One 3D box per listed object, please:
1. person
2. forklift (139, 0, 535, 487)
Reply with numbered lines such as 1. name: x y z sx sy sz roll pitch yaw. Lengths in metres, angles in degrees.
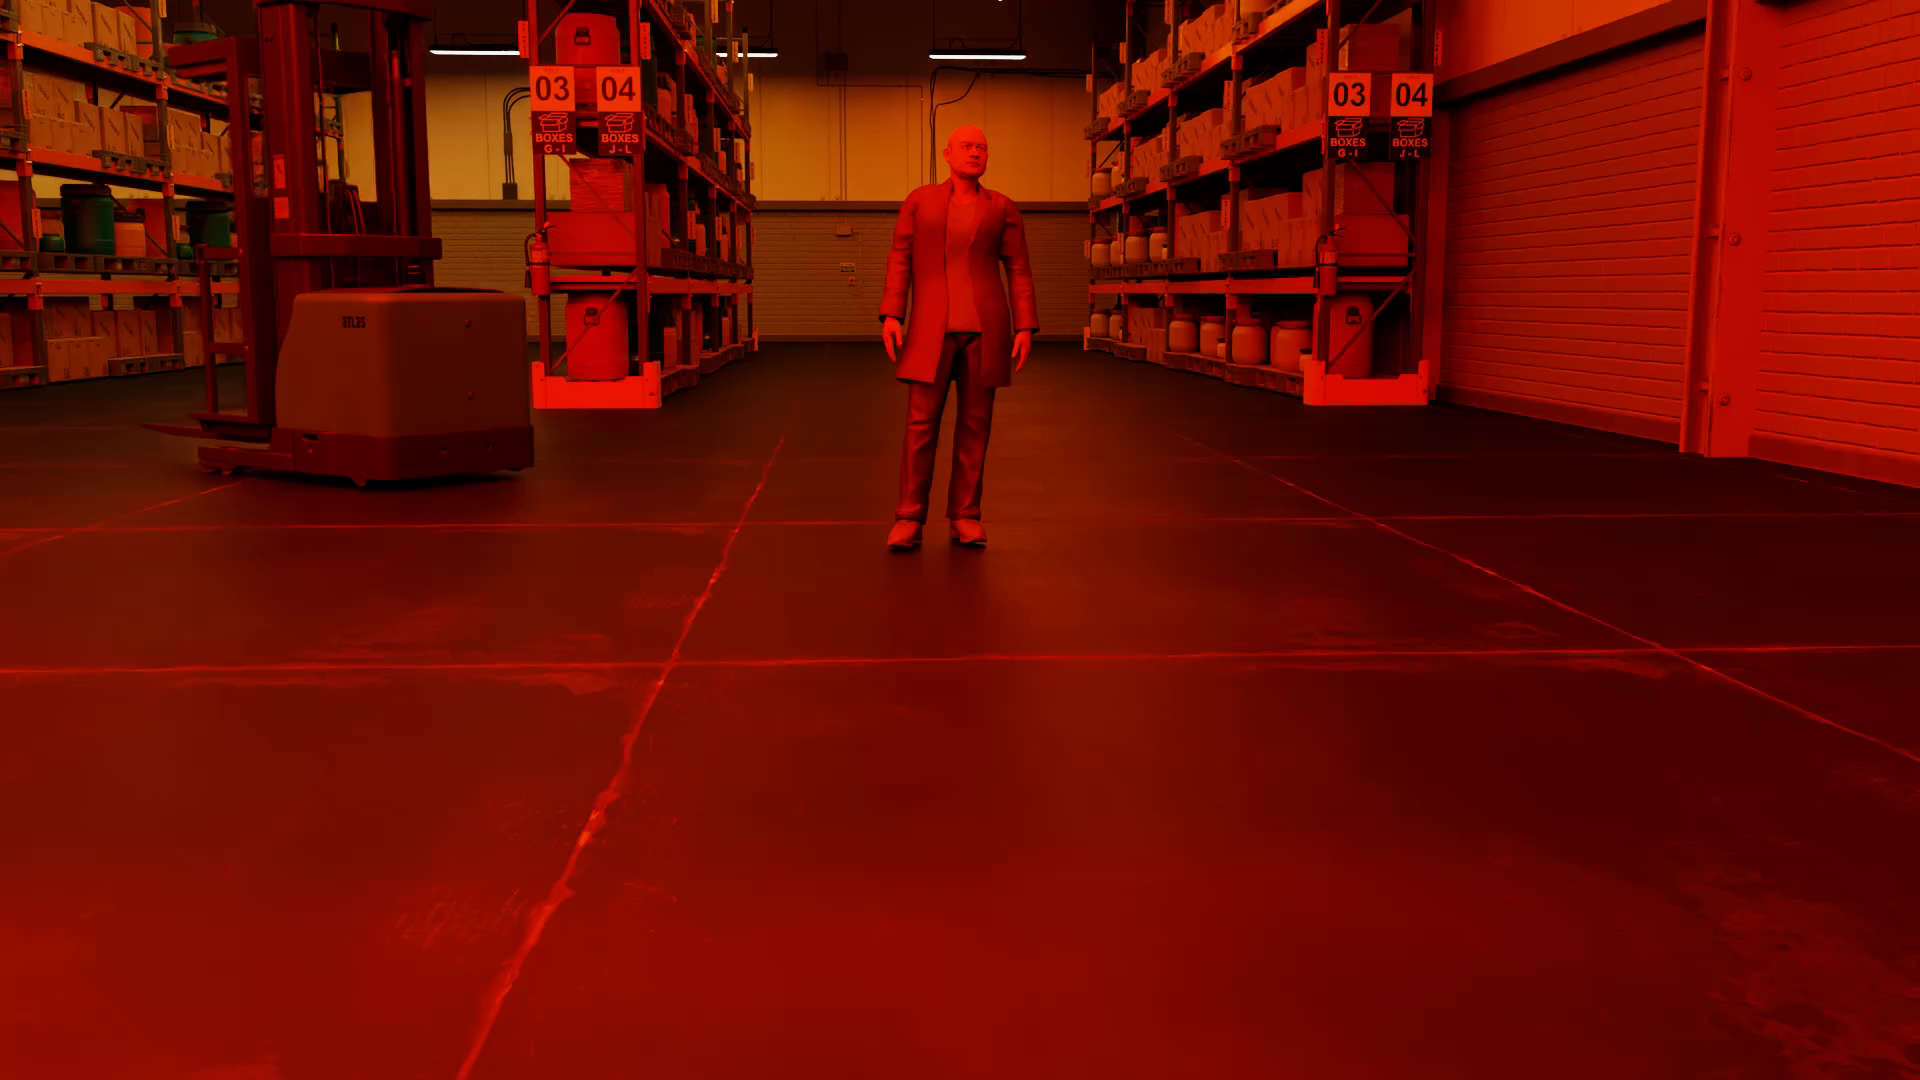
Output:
1. person: 0.001 -0.873 7.088 0.696 1.776 0.582 -1 8 -4
2. forklift: -3.974 -1.890 10.059 3.031 2.935 1.130 6 11 37
